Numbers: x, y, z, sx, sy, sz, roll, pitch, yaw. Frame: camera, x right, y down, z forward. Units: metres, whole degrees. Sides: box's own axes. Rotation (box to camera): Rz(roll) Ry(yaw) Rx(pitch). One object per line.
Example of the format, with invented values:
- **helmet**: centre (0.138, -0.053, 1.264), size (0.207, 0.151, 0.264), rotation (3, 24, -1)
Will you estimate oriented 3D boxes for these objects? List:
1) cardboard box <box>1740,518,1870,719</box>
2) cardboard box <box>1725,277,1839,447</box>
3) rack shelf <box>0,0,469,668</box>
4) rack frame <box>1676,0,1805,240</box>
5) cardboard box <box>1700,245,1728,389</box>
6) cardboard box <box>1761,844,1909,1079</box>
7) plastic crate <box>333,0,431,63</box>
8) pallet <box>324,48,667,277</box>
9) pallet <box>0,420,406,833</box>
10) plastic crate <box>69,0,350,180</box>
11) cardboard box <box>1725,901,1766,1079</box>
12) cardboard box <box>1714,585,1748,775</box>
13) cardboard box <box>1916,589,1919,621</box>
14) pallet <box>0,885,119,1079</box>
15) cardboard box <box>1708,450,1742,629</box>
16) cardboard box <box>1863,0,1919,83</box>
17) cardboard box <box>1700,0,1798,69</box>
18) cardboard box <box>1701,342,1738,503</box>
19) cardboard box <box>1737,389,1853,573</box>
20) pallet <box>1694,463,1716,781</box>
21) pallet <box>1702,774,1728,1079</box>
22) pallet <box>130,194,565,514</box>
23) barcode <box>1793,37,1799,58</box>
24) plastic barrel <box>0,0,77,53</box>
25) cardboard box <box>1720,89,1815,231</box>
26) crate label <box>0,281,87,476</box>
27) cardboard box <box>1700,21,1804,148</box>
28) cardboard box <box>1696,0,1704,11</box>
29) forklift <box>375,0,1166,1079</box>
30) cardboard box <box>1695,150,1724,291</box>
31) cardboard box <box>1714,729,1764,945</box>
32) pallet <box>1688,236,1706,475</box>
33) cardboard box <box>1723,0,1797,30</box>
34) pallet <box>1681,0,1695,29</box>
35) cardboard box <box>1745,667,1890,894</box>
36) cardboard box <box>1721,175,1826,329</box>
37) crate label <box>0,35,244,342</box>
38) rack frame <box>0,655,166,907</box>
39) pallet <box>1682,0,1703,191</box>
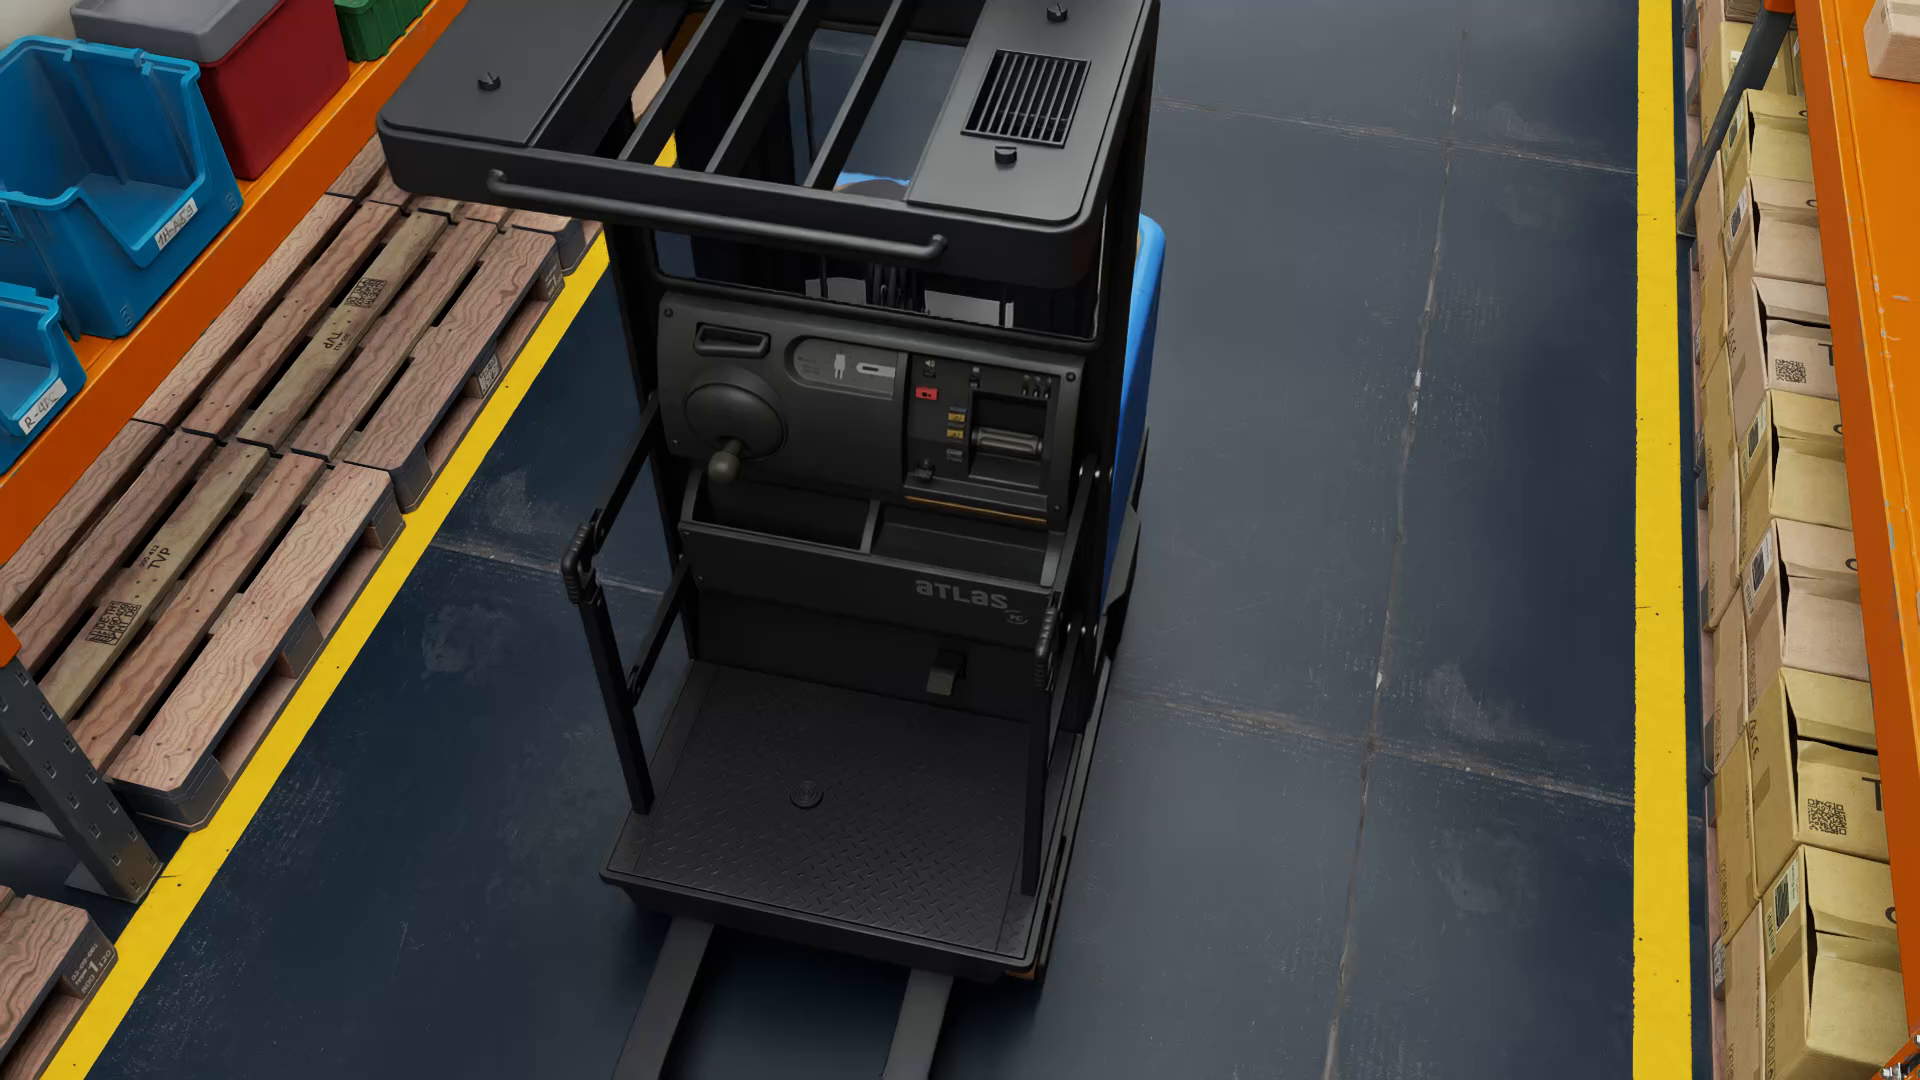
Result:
- **cardboard box**: centre (2.307, 0.228, 4.228), size (0.500, 0.311, 0.500), rotation (11, 50, 10)
- **cardboard box**: centre (2.573, -0.511, 4.880), size (0.500, 0.311, 0.500), rotation (10, 49, 9)
- **rack shelf**: centre (-2.110, -1.377, 4.944), size (1.077, 0.370, 4.000), rotation (12, 50, 10)
- **rack frame**: centre (3.194, -2.081, 5.086), size (1.000, 3.000, 0.127), rotation (12, 50, 10)
- **cardboard box**: centre (2.713, -0.698, 5.419), size (0.500, 0.250, 0.500), rotation (13, 50, 11)
- **cardboard box**: centre (2.041, 0.970, 3.573), size (0.500, 0.311, 0.500), rotation (13, 50, 11)
- **plastic crate**: centre (-1.770, -1.676, 4.870), size (0.450, 0.188, 0.662), rotation (12, 50, 10)
- **pallet**: centre (-1.753, -1.563, 6.489), size (1.003, 0.211, 1.213), rotation (12, 50, 10)
- **pallet**: centre (-2.395, 0.202, 4.931), size (1.003, 0.211, 1.213), rotation (12, 50, 10)
- **plastic crate**: centre (-1.916, -1.298, 4.352), size (0.402, 0.464, 0.583), rotation (12, 50, 10)
- **cardboard box**: centre (2.044, 1.154, 3.785), size (0.500, 0.250, 0.500), rotation (13, 50, 11)
- **cardboard box**: centre (2.312, 0.418, 4.435), size (0.500, 0.250, 0.500), rotation (13, 50, 11)
- **cardboard box**: centre (2.111, 0.190, 3.249), size (0.380, 0.149, 0.250), rotation (12, 50, 10)
- **pallet**: centre (-2.804, 1.333, 3.933), size (1.003, 0.211, 1.213), rotation (12, 50, 10)
- **cardboard box**: centre (2.444, 0.045, 4.764), size (0.500, 0.250, 0.500), rotation (12, 50, 11)
- **cardboard box**: centre (2.763, -1.398, 4.650), size (0.380, 0.149, 0.250), rotation (12, 50, 10)
- **cardboard box**: centre (3.246, -2.049, 6.611), size (0.500, 0.250, 0.500), rotation (12, 50, 10)
- **cardboard box**: centre (2.579, -0.323, 5.088), size (0.500, 0.250, 0.500), rotation (10, 49, 9)
- **cardboard box**: centre (2.441, -0.134, 4.547), size (0.500, 0.311, 0.500), rotation (13, 50, 11)
- **pallet**: centre (2.718, 0.267, 4.873), size (1.003, 0.211, 1.213), rotation (12, 50, 10)
- **pallet**: centre (2.395, 1.147, 4.097), size (1.003, 0.211, 1.213), rotation (12, 50, 10)
- **pallet**: centre (-2.072, -0.678, 5.707), size (1.003, 0.211, 1.213), rotation (12, 50, 10)
- **barcode**: centre (2.725, -1.615, 5.408), size (0.001, 0.075, 0.075), rotation (12, 50, 10)
- **plastic barrel**: centre (-2.461, -1.296, 4.319), size (0.421, 0.512, 0.421), rotation (0, 49, 0)
- **cardboard box**: centre (2.845, -1.246, 5.529), size (0.500, 0.311, 0.500), rotation (12, 50, 10)
- **crate label**: centre (-2.164, -0.344, 3.664), size (0.303, 0.233, 0.416), rotation (12, 50, 10)
- **cardboard box**: centre (3.105, -1.689, 6.294), size (0.500, 0.250, 0.500), rotation (12, 50, 10)
- **cardboard box**: centre (3.364, -2.413, 6.933), size (0.500, 0.250, 0.500), rotation (12, 50, 10)
- **forklift**: centre (-0.251, -0.172, 3.447), size (1.130, 2.935, 3.031), rotation (10, 49, 9)
- **cardboard box**: centre (2.849, -1.068, 5.745), size (0.500, 0.250, 0.500), rotation (10, 49, 9)
- **cardboard box**: centre (2.176, 0.781, 4.114), size (0.500, 0.250, 0.500), rotation (11, 49, 10)
- **pallet**: centre (3.038, -0.618, 5.655), size (1.003, 0.211, 1.213), rotation (12, 50, 10)
- **cardboard box**: centre (3.248, -2.296, 6.330), size (0.500, 0.500, 0.500), rotation (12, 50, 10)
- **pallet**: centre (3.763, -2.611, 7.413), size (1.003, 0.211, 1.213), rotation (12, 50, 10)
- **cardboard box**: centre (2.172, 0.593, 3.906), size (0.500, 0.311, 0.500), rotation (11, 49, 9)
- **cardboard box**: centre (2.708, -0.885, 5.210), size (0.500, 0.311, 0.500), rotation (11, 49, 10)
- **crate label**: centre (-2.114, -0.845, 3.972), size (0.502, 0.435, 0.616), rotation (12, 50, 10)
- **rack frame**: centre (-2.637, -0.168, 3.398), size (1.000, 3.000, 0.127), rotation (12, 50, 10)
- **pallet**: centre (3.444, -1.726, 6.632), size (1.003, 0.211, 1.213), rotation (12, 50, 10)
